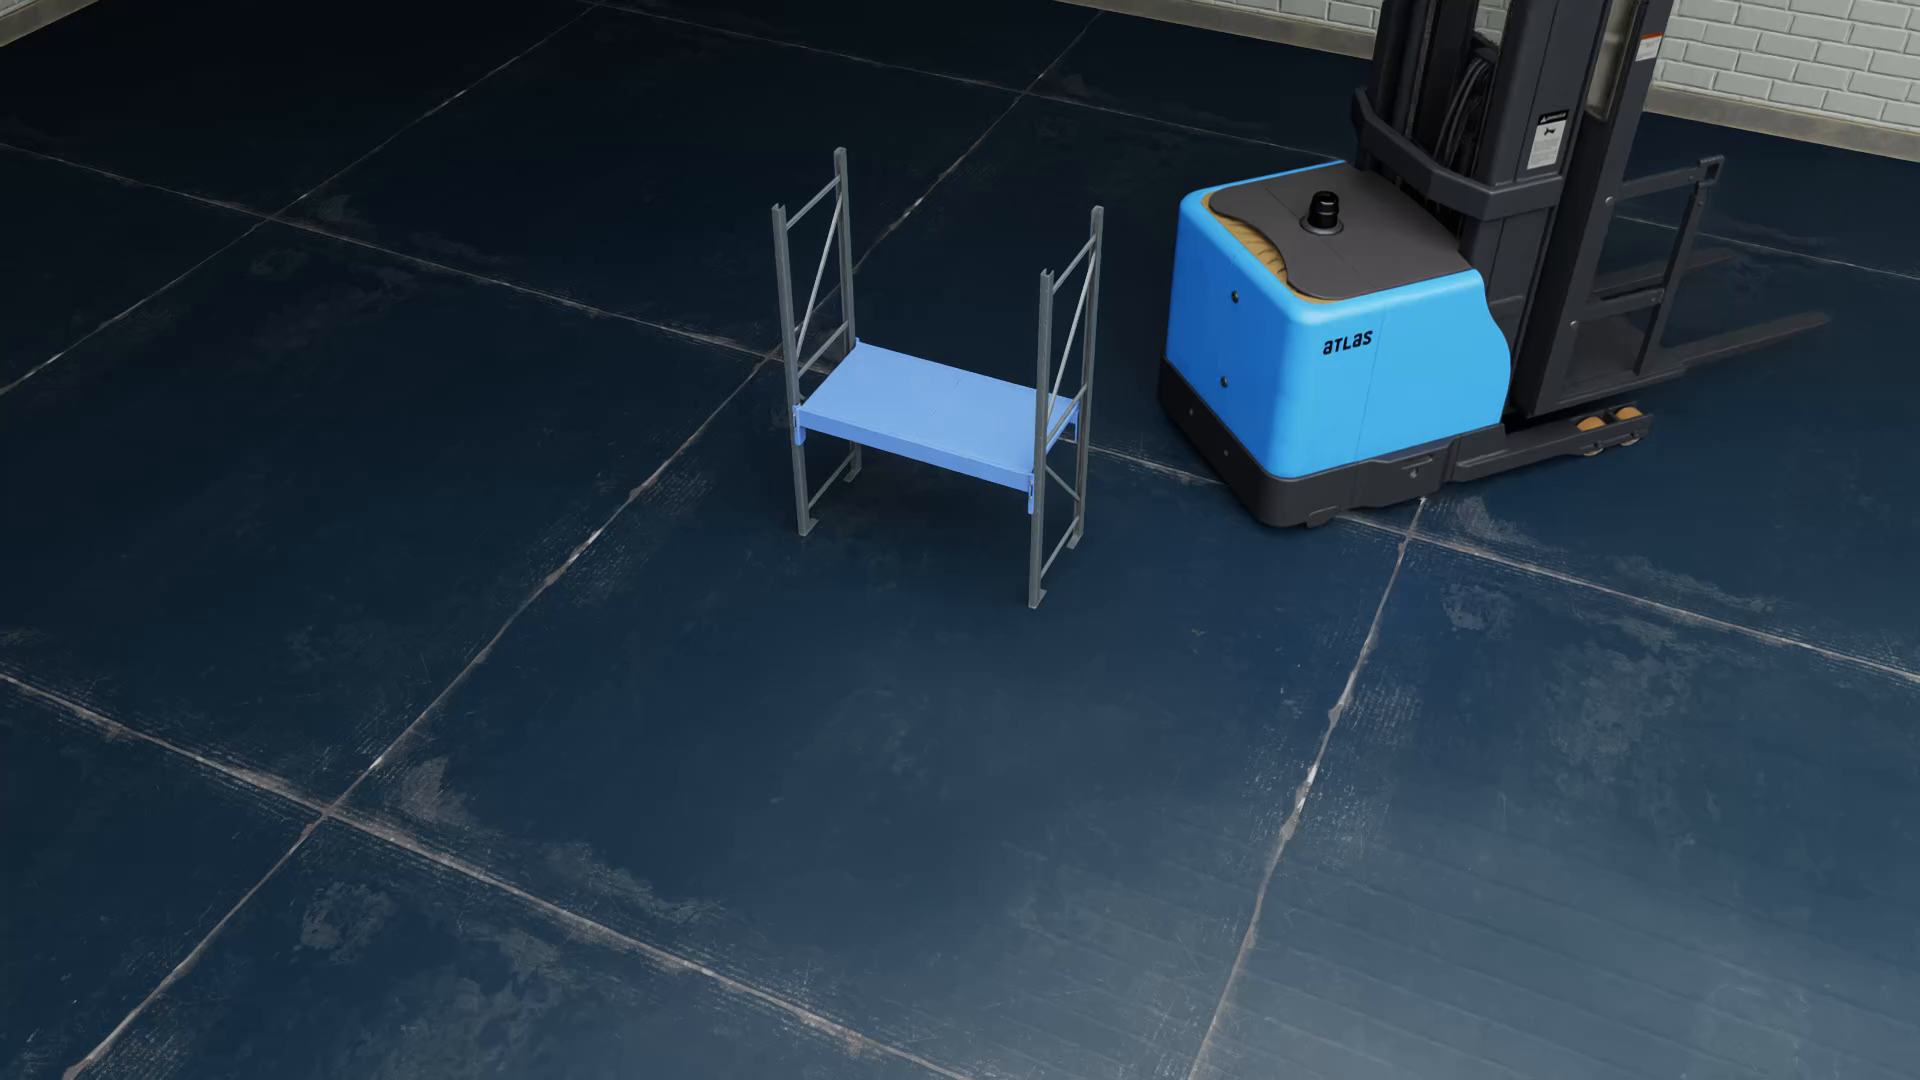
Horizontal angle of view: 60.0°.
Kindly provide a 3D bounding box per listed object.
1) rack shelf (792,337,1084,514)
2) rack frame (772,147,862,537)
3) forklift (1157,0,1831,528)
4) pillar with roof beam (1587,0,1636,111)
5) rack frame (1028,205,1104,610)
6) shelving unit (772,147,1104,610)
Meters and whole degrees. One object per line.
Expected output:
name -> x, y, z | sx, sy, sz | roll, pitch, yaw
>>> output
rack shelf -> -0.077, -0.454, 6.404 | 1.000, 0.185, 0.538 | 17, 44, 19
rack frame -> -0.538, -0.731, 6.448 | 0.032, 1.500, 0.500 | 17, 44, 19
forklift -> 2.443, -1.776, 6.561 | 3.031, 2.935, 1.130 | -15, 43, -17
pillar with roof beam -> 1.779, -3.347, 3.742 | 0.400, 9.000, 9.100 | 17, 44, 19
rack frame -> 0.383, -0.450, 6.124 | 0.032, 1.500, 0.500 | 17, 44, 19
shelving unit -> -0.077, -0.590, 6.286 | 1.048, 1.500, 0.538 | 17, 44, 19
